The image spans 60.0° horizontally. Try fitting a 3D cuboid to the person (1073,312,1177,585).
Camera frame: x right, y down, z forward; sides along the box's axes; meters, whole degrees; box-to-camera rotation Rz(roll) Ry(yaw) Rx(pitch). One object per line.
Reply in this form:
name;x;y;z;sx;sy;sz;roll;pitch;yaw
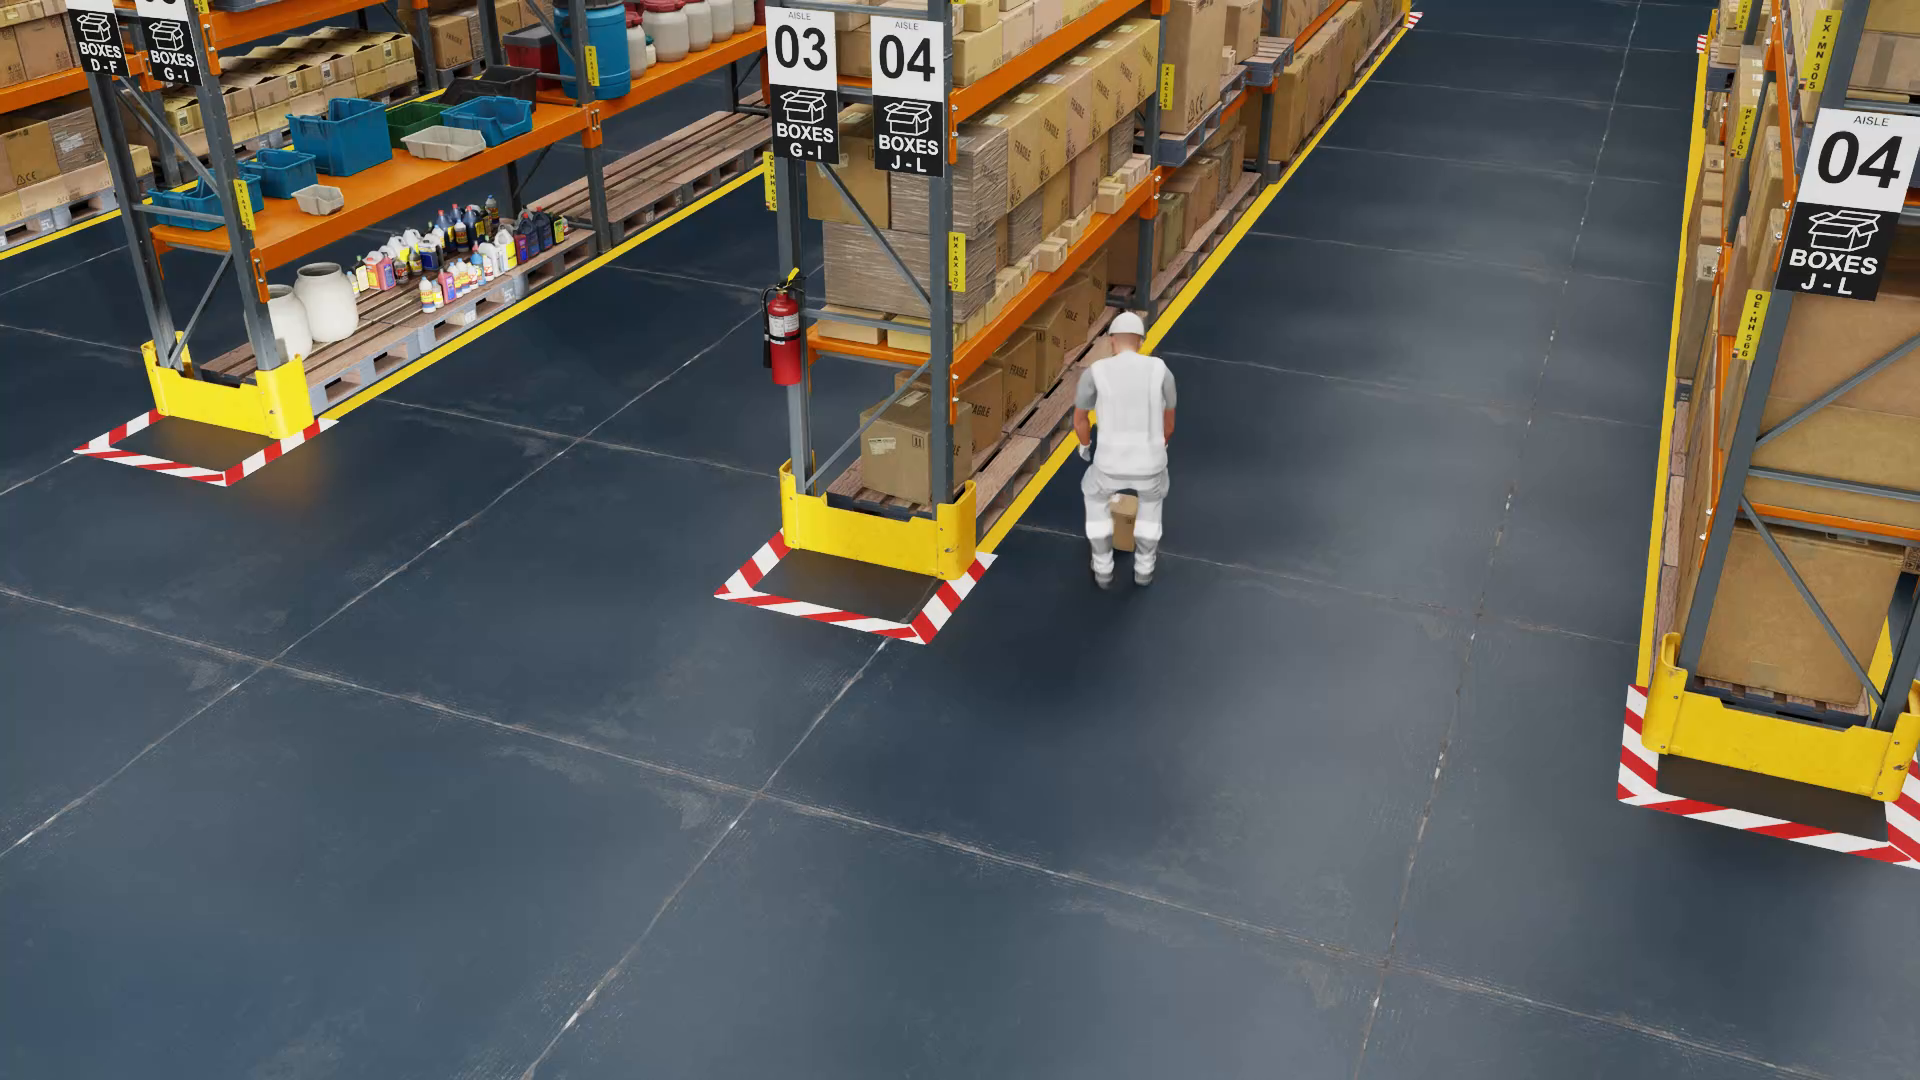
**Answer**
person;0.927;-0.494;9.495;0.577;1.554;0.669;2;29;3
